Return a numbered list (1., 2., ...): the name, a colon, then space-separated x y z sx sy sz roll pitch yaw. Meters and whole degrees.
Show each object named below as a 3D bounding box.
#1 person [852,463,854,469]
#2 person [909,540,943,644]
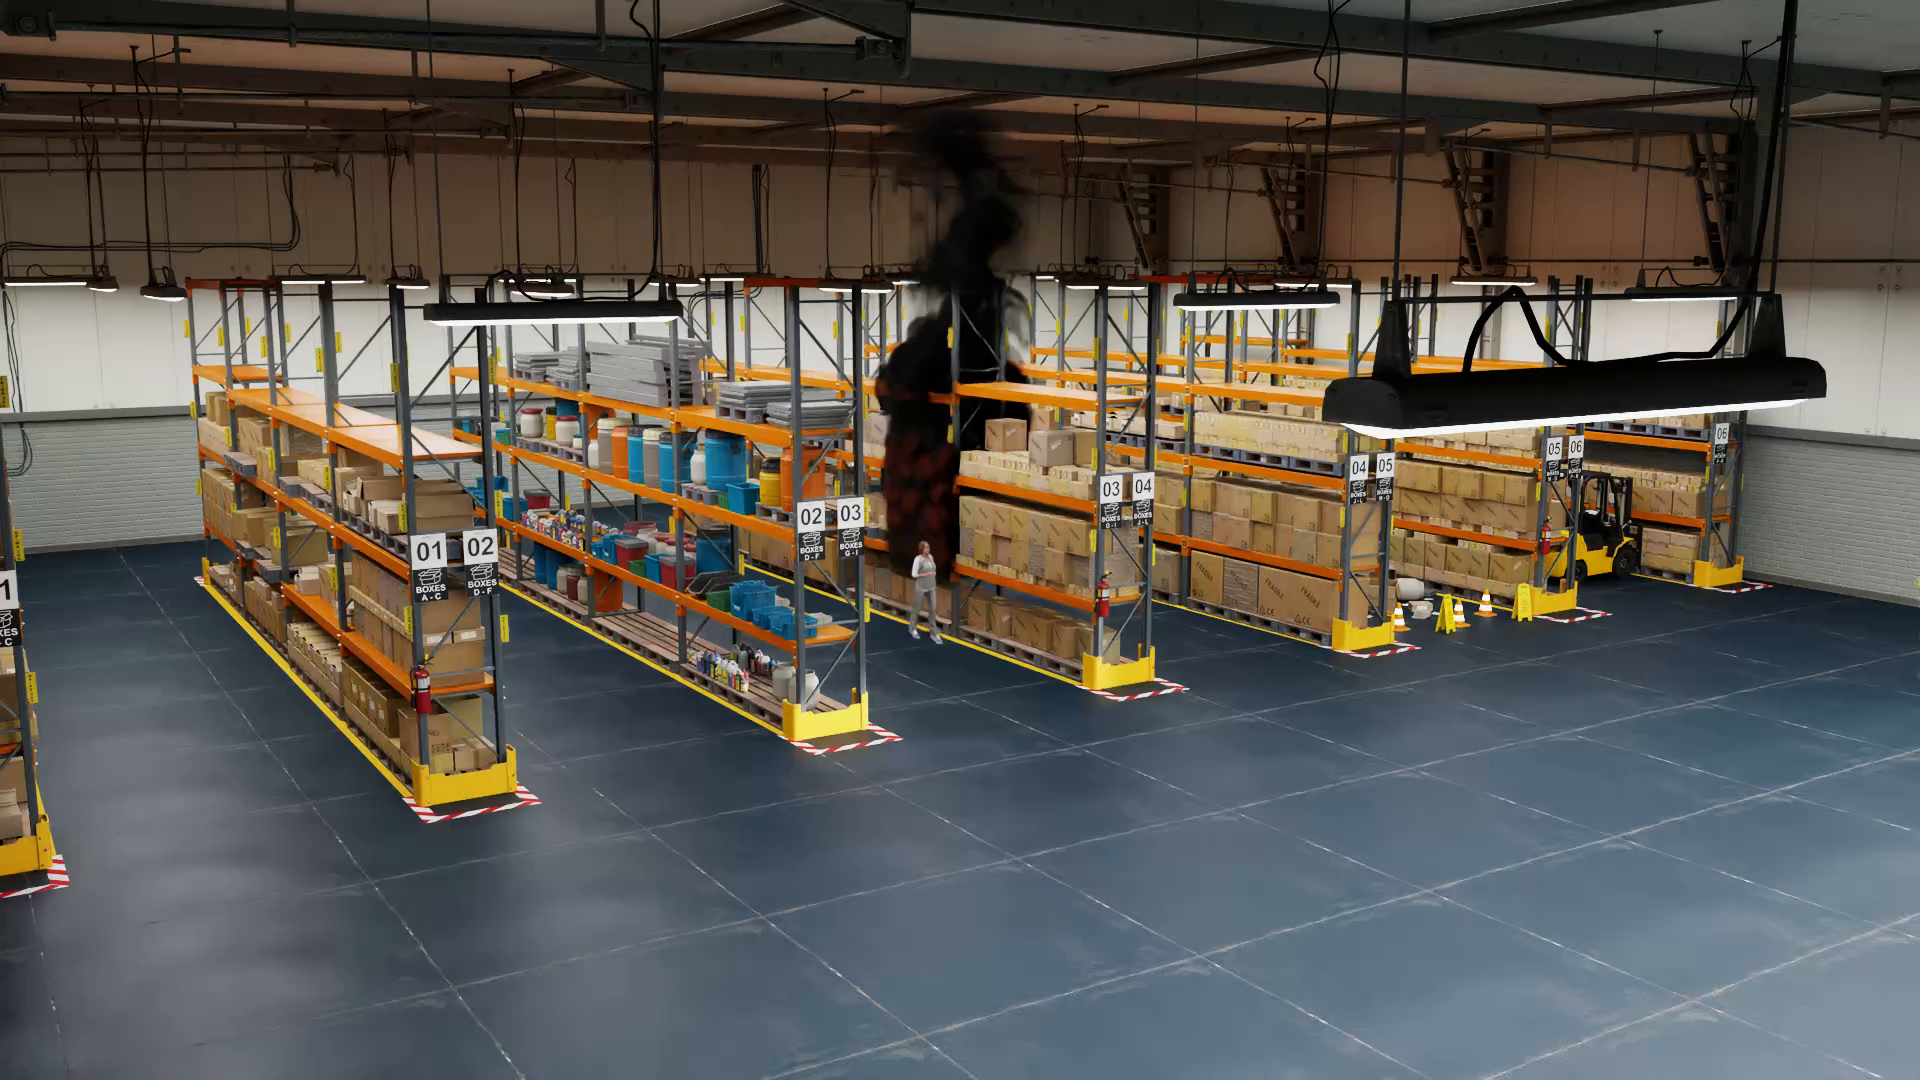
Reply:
1. person: -2.429 -0.944 38.394 0.747 1.793 0.723 -5 11 -27
2. person: -0.552 0.810 26.461 0.532 1.621 0.744 -7 12 -37
